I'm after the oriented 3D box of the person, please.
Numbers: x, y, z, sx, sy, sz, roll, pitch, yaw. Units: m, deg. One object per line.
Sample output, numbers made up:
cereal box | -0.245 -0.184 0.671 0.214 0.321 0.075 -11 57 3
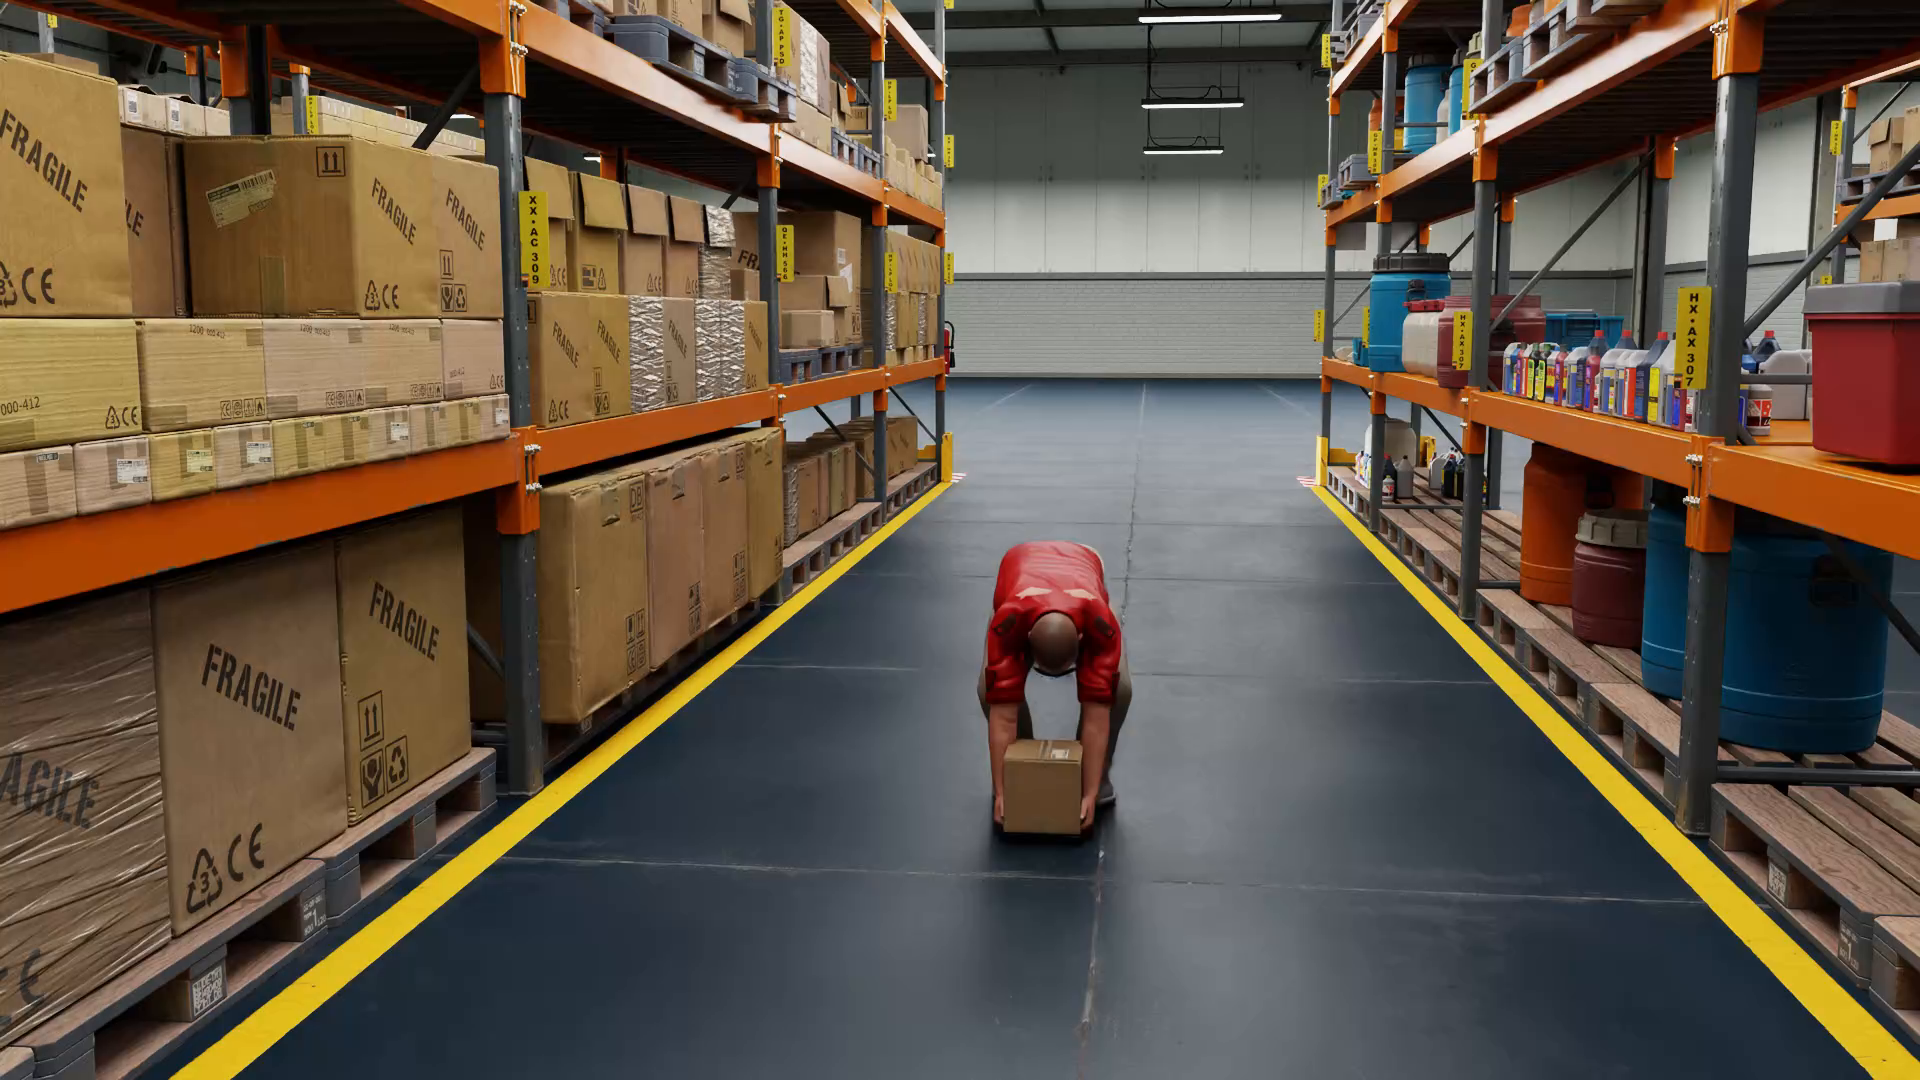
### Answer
person | 0.326 0.487 5.749 0.540 0.922 0.956 0 8 3
